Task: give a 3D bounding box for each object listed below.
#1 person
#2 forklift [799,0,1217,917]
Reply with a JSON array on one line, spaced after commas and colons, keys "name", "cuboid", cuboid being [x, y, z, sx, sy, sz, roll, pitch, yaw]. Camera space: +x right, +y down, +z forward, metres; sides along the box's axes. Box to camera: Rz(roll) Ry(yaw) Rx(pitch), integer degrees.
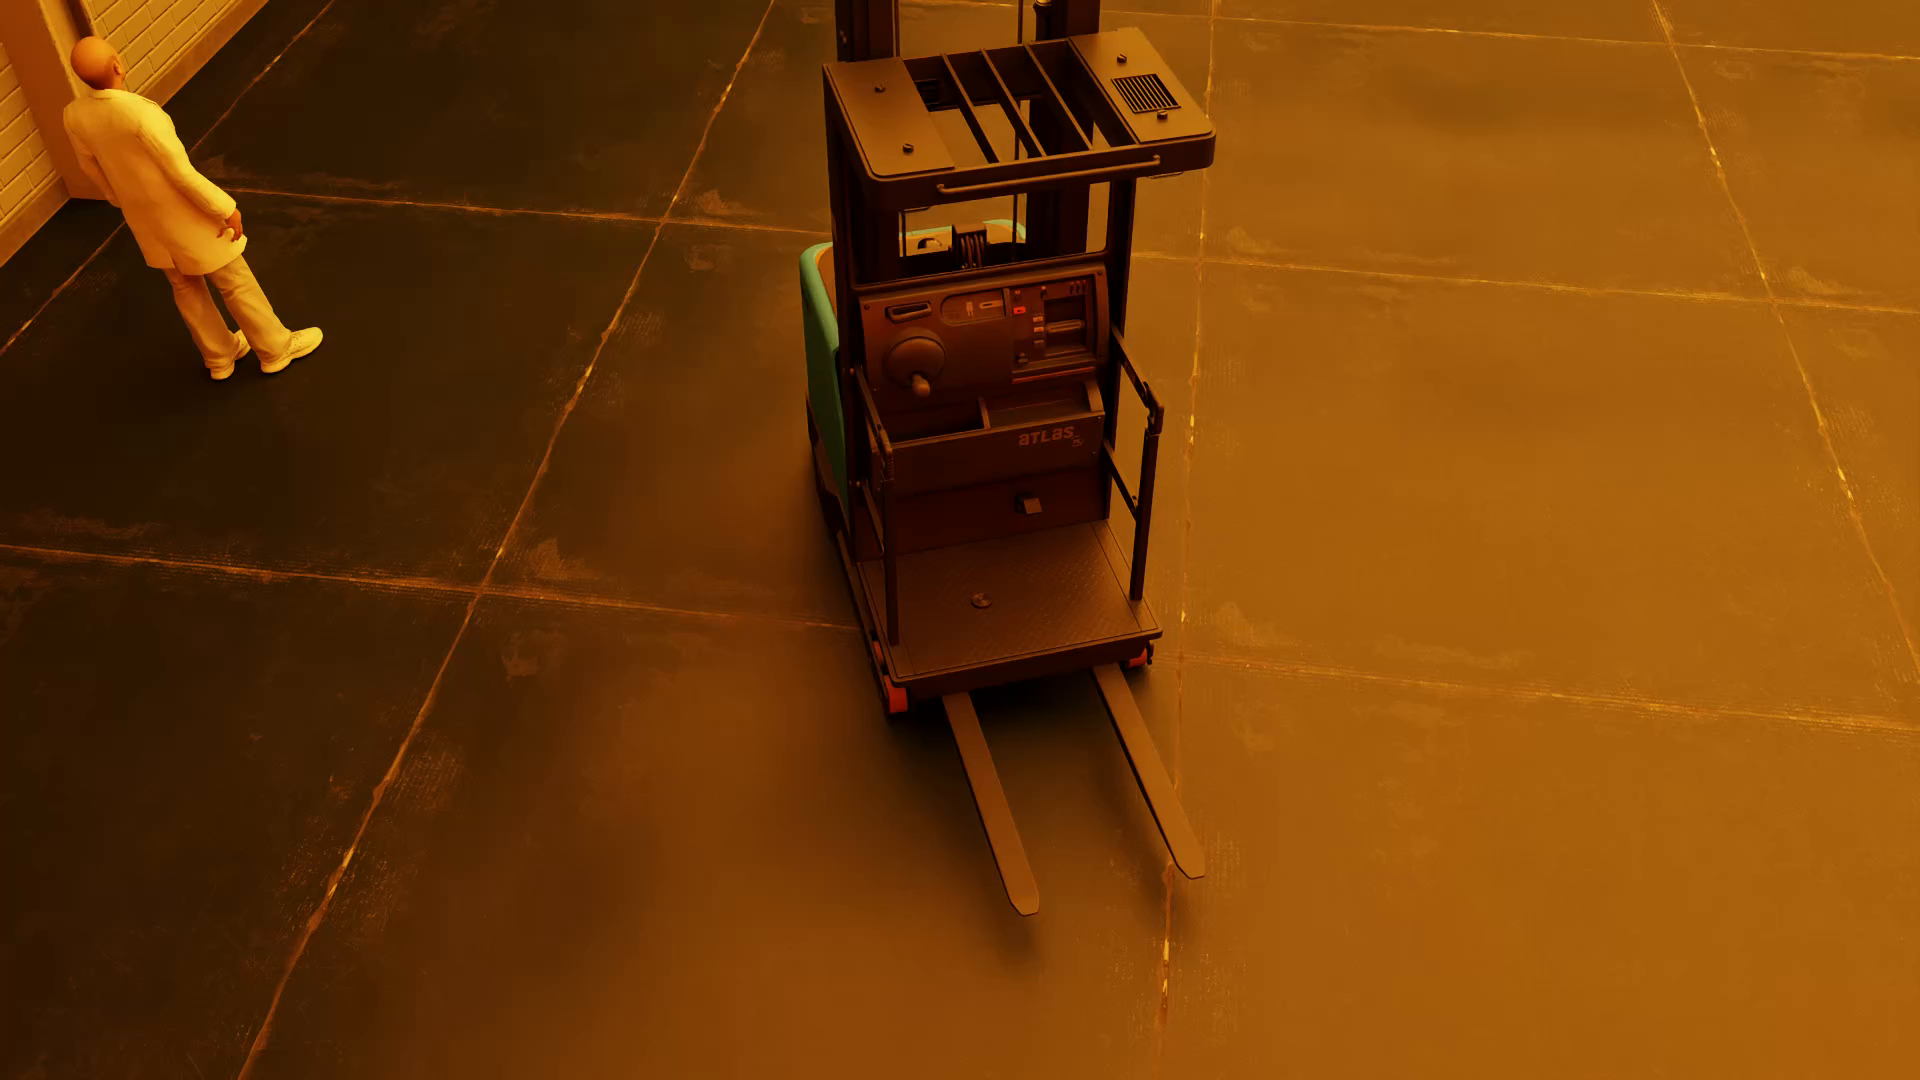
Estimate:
[{"name": "person", "cuboid": [-3.623, -1.566, 7.771, 0.698, 1.777, 0.581, 12, 44, 13]}, {"name": "forklift", "cuboid": [0.153, -0.681, 5.965, 1.130, 2.935, 3.031, -10, 44, -11]}]
